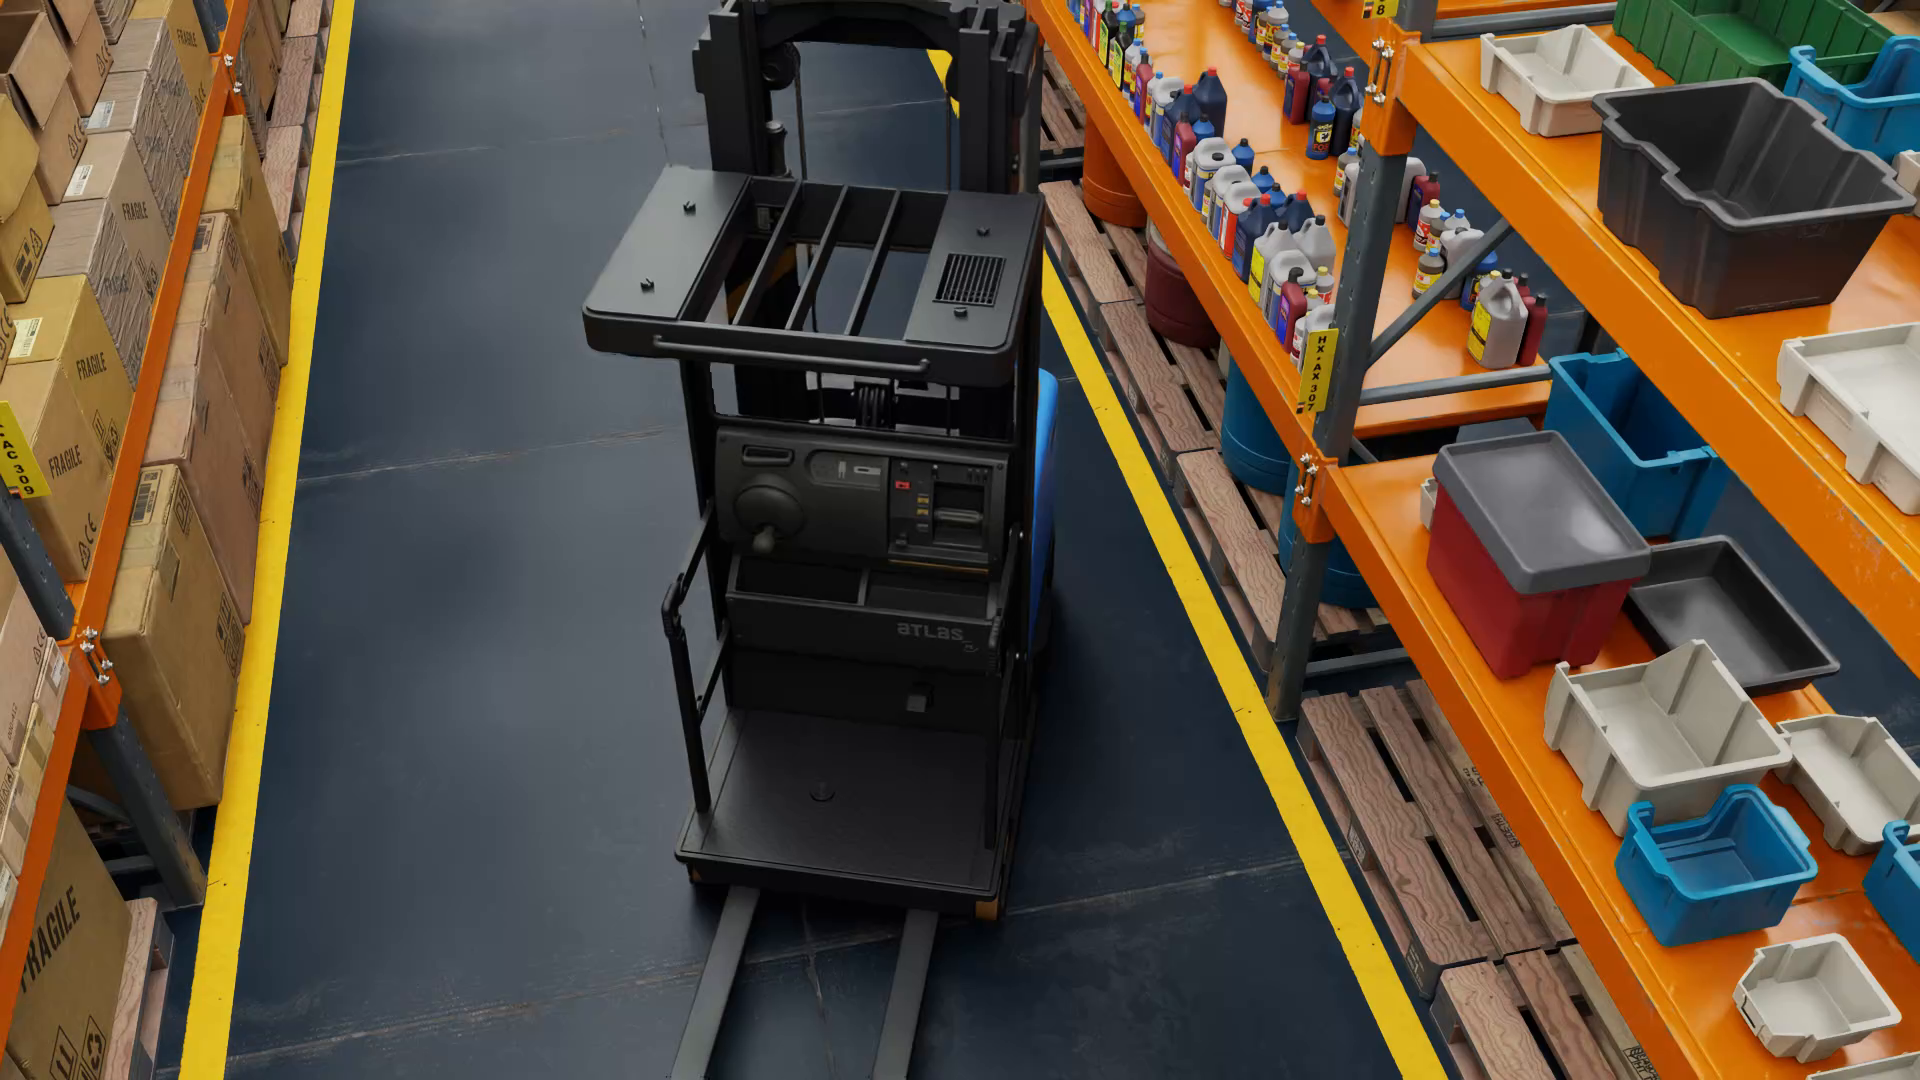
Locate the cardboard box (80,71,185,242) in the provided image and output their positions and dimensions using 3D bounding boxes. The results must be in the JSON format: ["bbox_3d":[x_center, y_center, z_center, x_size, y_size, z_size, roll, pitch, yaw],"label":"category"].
[{"bbox_3d":[-3.438,-1.495,6.599,0.500,0.500,0.500,-10,42,-11],"label":"cardboard box"}]

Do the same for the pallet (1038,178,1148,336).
[{"bbox_3d":[1.043,-1.564,8.853,1.003,0.211,1.213,-8,42,-9],"label":"pallet"}]

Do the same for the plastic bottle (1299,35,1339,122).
[{"bbox_3d":[1.577,-2.042,7.328,0.144,0.351,0.185,-8,42,-9],"label":"plastic bottle"}]

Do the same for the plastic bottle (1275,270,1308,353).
[{"bbox_3d":[1.201,-0.828,6.011,0.061,0.283,0.133,-8,42,-9],"label":"plastic bottle"}]

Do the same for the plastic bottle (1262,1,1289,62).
[{"bbox_3d":[1.477,-2.383,7.772,0.097,0.271,0.097,0,42,0],"label":"plastic bottle"}]

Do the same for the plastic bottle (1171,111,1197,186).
[{"bbox_3d":[0.934,-1.629,6.914,0.061,0.283,0.133,-8,42,-9],"label":"plastic bottle"}]

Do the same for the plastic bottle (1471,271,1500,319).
[{"bbox_3d":[1.962,-0.902,6.156,0.097,0.201,0.097,0,42,0],"label":"plastic bottle"}]

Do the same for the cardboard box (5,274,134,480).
[{"bbox_3d":[-3.105,-0.506,5.486,0.500,0.500,0.500,-8,42,-9],"label":"cardboard box"}]

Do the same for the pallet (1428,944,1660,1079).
[{"bbox_3d":[2.159,1.787,5.077,1.003,0.211,1.213,-8,42,-9],"label":"pallet"}]

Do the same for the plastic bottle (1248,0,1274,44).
[{"bbox_3d":[1.435,-2.509,7.914,0.097,0.271,0.097,0,42,0],"label":"plastic bottle"}]

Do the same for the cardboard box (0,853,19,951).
[{"bbox_3d":[-2.588,0.935,4.126,0.380,0.149,0.250,-8,42,-8],"label":"cardboard box"}]

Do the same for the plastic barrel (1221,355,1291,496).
[{"bbox_3d":[1.442,-0.705,7.049,0.600,0.901,0.708,-8,42,-9],"label":"plastic barrel"}]

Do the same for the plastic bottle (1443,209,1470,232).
[{"bbox_3d":[1.891,-1.142,6.374,0.097,0.271,0.097,0,42,0],"label":"plastic bottle"}]

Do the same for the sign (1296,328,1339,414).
[{"bbox_3d":[1.158,-0.545,5.396,0.100,0.325,0.005,-8,42,-9],"label":"sign"}]

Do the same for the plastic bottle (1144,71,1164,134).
[{"bbox_3d":[0.858,-1.909,7.238,0.097,0.271,0.097,0,42,0],"label":"plastic bottle"}]

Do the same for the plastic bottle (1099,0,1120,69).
[{"bbox_3d":[0.694,-2.348,7.723,0.061,0.283,0.133,-8,42,-9],"label":"plastic bottle"}]

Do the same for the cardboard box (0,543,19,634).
[{"bbox_3d":[-2.780,0.115,4.185,0.500,0.500,0.500,-7,42,-8],"label":"cardboard box"}]

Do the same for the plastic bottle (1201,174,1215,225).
[{"bbox_3d":[1.026,-1.376,6.690,0.097,0.201,0.097,0,42,0],"label":"plastic bottle"}]

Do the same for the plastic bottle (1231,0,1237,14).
[{"bbox_3d":[1.386,-2.717,8.140,0.061,0.283,0.133,-8,42,-9],"label":"plastic bottle"}]

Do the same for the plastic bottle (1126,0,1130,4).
[{"bbox_3d":[0.759,-2.760,8.194,0.152,0.276,0.135,-8,42,-9],"label":"plastic bottle"}]

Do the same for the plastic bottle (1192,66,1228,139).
[{"bbox_3d":[1.060,-1.872,7.137,0.144,0.351,0.185,-8,42,-9],"label":"plastic bottle"}]

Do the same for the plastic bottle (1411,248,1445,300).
[{"bbox_3d":[1.771,-1.006,6.274,0.097,0.201,0.097,0,42,0],"label":"plastic bottle"}]

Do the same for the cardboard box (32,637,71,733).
[{"bbox_3d":[-2.755,0.435,4.689,0.380,0.149,0.250,-8,42,-9],"label":"cardboard box"}]

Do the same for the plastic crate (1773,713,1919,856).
[{"bbox_3d":[2.365,0.643,4.420,0.293,0.136,0.466,-8,42,-9],"label":"plastic crate"}]

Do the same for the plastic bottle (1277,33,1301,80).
[{"bbox_3d":[1.519,-2.231,7.653,0.097,0.201,0.097,0,42,0],"label":"plastic bottle"}]

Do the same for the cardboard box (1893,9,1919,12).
[{"bbox_3d":[5.843,-3.329,10.496,0.500,0.250,0.500,-8,42,-9],"label":"cardboard box"}]

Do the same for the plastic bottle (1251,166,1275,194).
[{"bbox_3d":[1.196,-1.361,6.620,0.097,0.271,0.097,0,42,0],"label":"plastic bottle"}]

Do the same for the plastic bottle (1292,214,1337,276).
[{"bbox_3d":[1.319,-1.070,6.233,0.144,0.351,0.185,-8,42,-9],"label":"plastic bottle"}]

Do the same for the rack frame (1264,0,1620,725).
[{"bbox_3d":[1.696,-0.519,5.575,1.000,3.000,0.127,-8,42,-9],"label":"rack frame"}]

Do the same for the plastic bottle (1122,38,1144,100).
[{"bbox_3d":[0.787,-2.122,7.478,0.097,0.271,0.097,0,42,0],"label":"plastic bottle"}]

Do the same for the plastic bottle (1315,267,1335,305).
[{"bbox_3d":[1.334,-0.921,6.177,0.097,0.201,0.097,0,42,0],"label":"plastic bottle"}]

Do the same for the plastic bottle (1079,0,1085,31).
[{"bbox_3d":[0.629,-2.568,8.034,0.097,0.201,0.097,0,42,0],"label":"plastic bottle"}]

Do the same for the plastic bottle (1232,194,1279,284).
[{"bbox_3d":[1.138,-1.169,6.345,0.144,0.351,0.185,-8,42,-9],"label":"plastic bottle"}]

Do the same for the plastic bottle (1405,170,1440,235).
[{"bbox_3d":[1.841,-1.350,6.599,0.061,0.283,0.133,-8,42,-9],"label":"plastic bottle"}]

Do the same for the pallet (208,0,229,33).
[{"bbox_3d":[-4.262,-2.777,8.263,1.213,0.211,1.003,-8,42,-9],"label":"pallet"}]

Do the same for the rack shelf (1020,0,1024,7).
[{"bbox_3d":[0.401,-4.139,10.195,1.077,0.370,4.000,-8,42,-9],"label":"rack shelf"}]

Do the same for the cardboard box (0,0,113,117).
[{"bbox_3d":[-3.724,-1.916,6.317,0.797,0.503,0.637,-7,42,-8],"label":"cardboard box"}]

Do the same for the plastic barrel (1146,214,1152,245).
[{"bbox_3d":[1.164,-1.671,8.430,0.421,0.512,0.421,0,42,0],"label":"plastic barrel"}]

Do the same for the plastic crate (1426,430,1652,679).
[{"bbox_3d":[1.644,0.049,4.841,0.402,0.464,0.583,-8,42,-9],"label":"plastic crate"}]

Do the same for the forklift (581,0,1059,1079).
[{"bbox_3d":[-0.346,-0.038,5.085,1.130,2.935,3.031,6,42,7],"label":"forklift"}]

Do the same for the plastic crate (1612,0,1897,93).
[{"bbox_3d":[2.082,-1.330,4.389,0.450,0.188,0.662,-8,42,-9],"label":"plastic crate"}]

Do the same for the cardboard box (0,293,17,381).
[{"bbox_3d":[-3.286,-0.635,4.874,0.797,0.503,0.637,-9,42,-10],"label":"cardboard box"}]

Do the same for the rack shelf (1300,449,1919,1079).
[{"bbox_3d":[2.127,1.047,4.353,1.077,0.370,4.000,-8,42,-9],"label":"rack shelf"}]

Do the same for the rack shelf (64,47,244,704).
[{"bbox_3d":[-3.572,-0.837,6.475,1.077,0.370,4.000,-8,42,-9],"label":"rack shelf"}]

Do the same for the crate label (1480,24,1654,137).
[{"bbox_3d":[1.519,-1.184,4.263,0.293,0.136,0.466,-8,42,-9],"label":"crate label"}]

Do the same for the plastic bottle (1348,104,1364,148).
[{"bbox_3d":[1.699,-1.718,7.023,0.097,0.271,0.097,0,42,0],"label":"plastic bottle"}]

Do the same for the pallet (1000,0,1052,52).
[{"bbox_3d":[0.443,-3.366,10.883,1.003,0.211,1.213,-8,42,-9],"label":"pallet"}]

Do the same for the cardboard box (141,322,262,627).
[{"bbox_3d":[-3.492,-0.163,6.458,1.225,0.875,0.875,-10,43,-11],"label":"cardboard box"}]

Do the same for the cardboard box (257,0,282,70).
[{"bbox_3d":[-4.550,-3.149,10.090,0.700,0.500,0.500,-12,43,-13],"label":"cardboard box"}]

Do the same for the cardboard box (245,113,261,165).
[{"bbox_3d":[-4.168,-2.063,8.866,0.700,0.500,0.500,-10,43,-12],"label":"cardboard box"}]

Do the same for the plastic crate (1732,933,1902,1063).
[{"bbox_3d":[1.992,1.091,3.915,0.298,0.136,0.250,-8,42,-9],"label":"plastic crate"}]

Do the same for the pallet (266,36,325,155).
[{"bbox_3d":[-4.431,-2.655,10.082,1.003,0.211,1.213,-8,42,-9],"label":"pallet"}]

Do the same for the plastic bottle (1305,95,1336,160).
[{"bbox_3d":[1.537,-1.761,7.071,0.097,0.271,0.097,0,42,0],"label":"plastic bottle"}]
